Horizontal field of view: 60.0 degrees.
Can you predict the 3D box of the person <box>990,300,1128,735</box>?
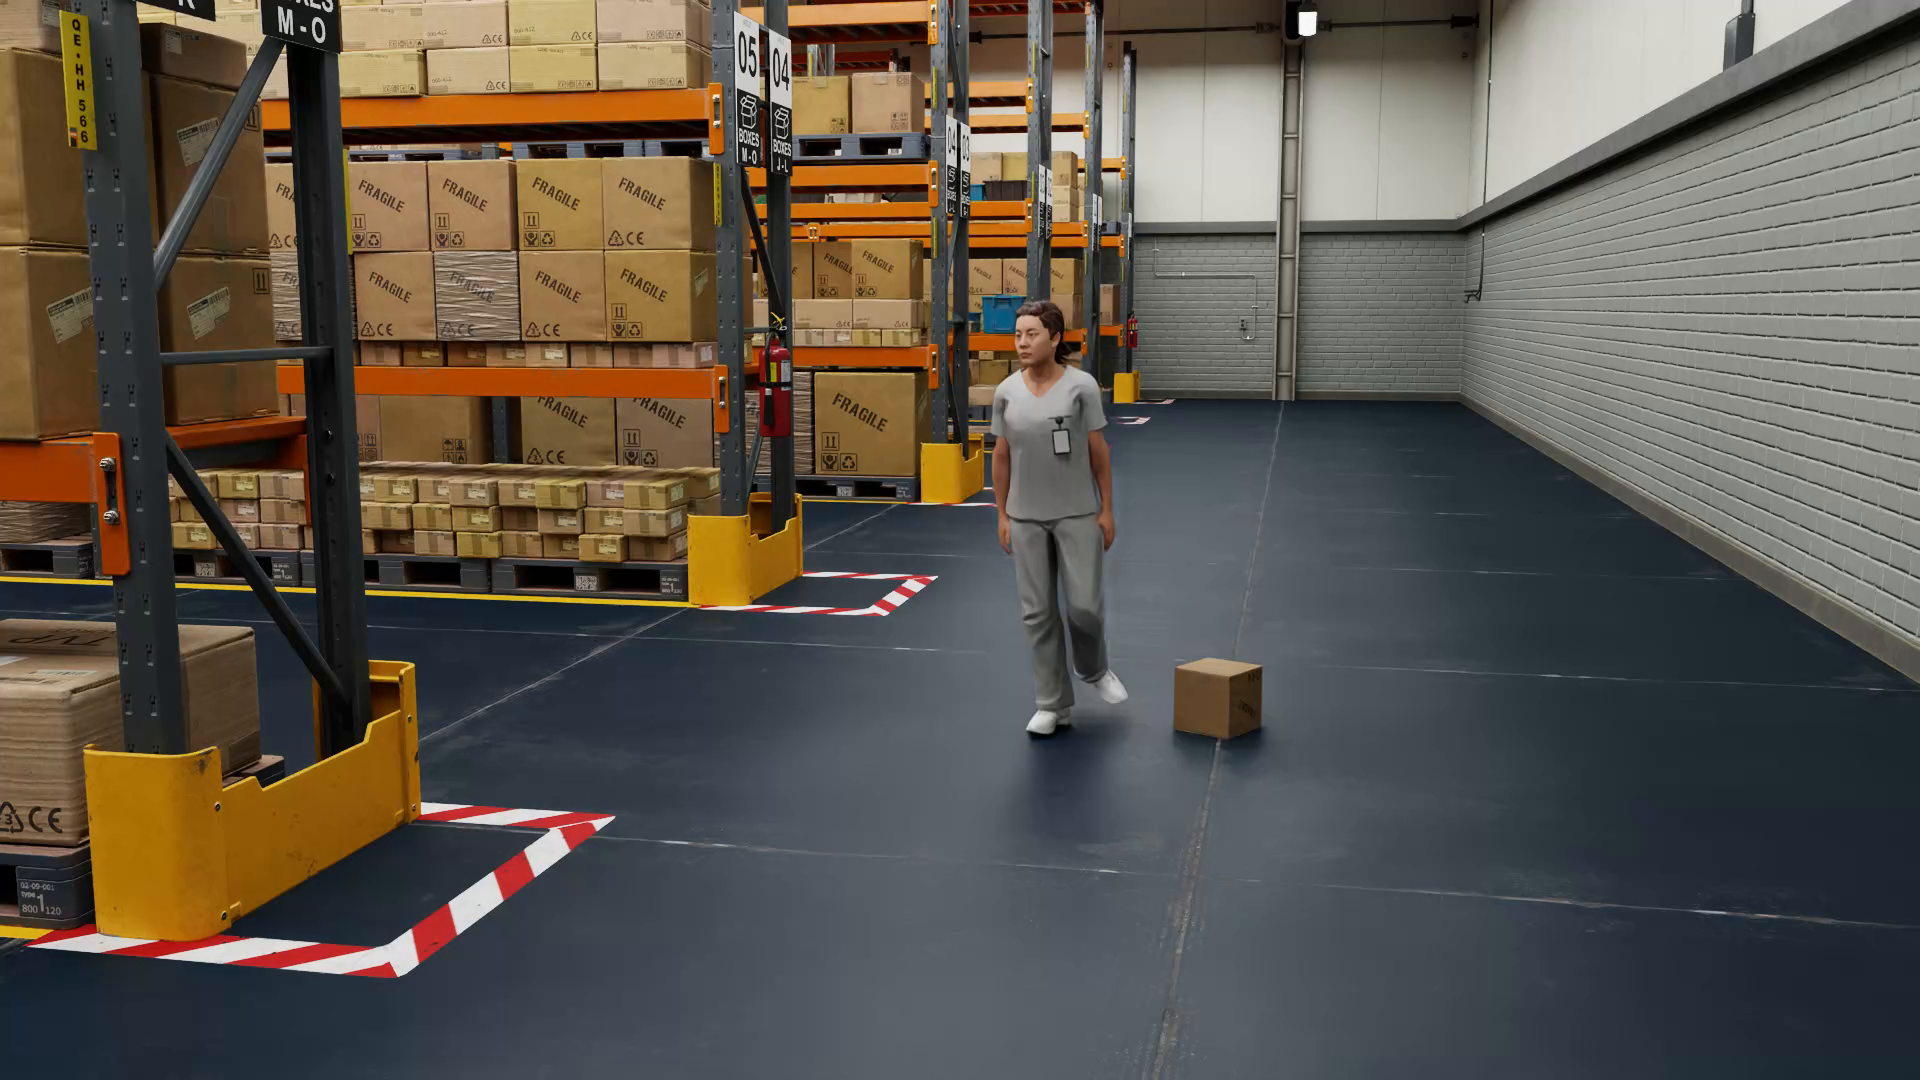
[{"bbox_3d":[0.388,-0.090,6.454,0.522,1.665,0.510,3,8,17],"label":"person"}]
